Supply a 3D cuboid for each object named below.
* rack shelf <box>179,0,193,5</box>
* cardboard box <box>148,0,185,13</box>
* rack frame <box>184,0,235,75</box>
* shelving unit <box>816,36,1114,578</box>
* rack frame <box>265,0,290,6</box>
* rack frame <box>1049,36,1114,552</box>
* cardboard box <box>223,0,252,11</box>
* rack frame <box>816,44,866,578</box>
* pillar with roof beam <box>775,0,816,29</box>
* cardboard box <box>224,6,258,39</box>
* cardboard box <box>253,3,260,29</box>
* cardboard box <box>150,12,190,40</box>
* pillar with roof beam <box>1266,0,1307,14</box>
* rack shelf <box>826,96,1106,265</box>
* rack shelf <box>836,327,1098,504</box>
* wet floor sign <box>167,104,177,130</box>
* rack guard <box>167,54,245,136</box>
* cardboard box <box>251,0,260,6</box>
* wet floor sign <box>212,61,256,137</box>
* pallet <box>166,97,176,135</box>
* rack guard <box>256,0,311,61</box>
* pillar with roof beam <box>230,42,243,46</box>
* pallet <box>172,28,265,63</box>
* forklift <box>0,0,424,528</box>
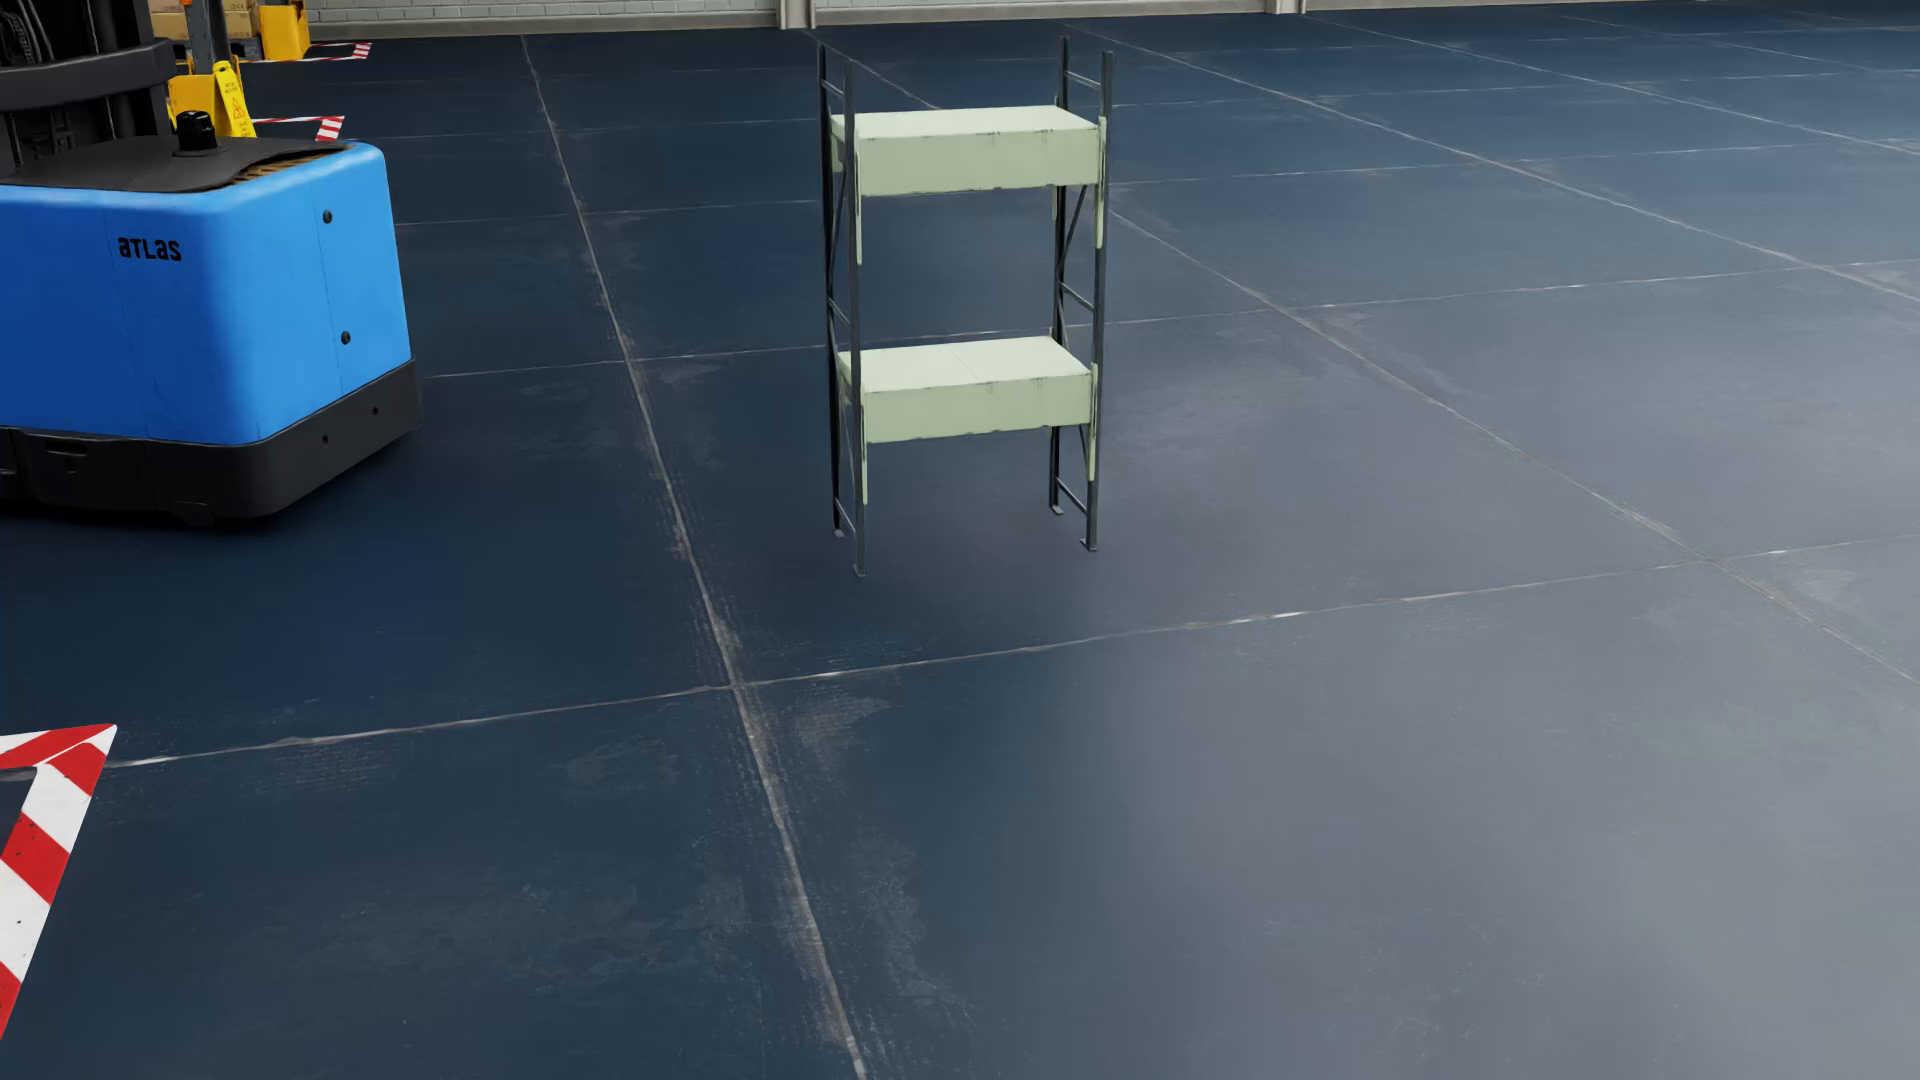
[{"bbox_3d":[-7.284,-3.794,11.201,4.000,0.370,1.077,-6,24,-14],"label":"rack shelf"},{"bbox_3d":[-7.573,-5.161,15.795,0.500,0.250,0.500,-7,24,-15],"label":"cardboard box"},{"bbox_3d":[-5.358,-4.338,11.556,0.127,3.000,1.000,-6,24,-14],"label":"rack frame"},{"bbox_3d":[0.006,-0.690,4.956,0.755,1.500,0.431,-6,24,-14],"label":"shelving unit"},{"bbox_3d":[-6.703,-6.222,15.947,0.127,3.000,1.000,-6,24,-14],"label":"rack frame"},{"bbox_3d":[0.359,-0.729,5.047,0.023,1.500,0.400,-6,24,-14],"label":"rack frame"},{"bbox_3d":[-7.087,-5.211,15.910,0.500,0.250,0.500,-7,24,-15],"label":"cardboard box"},{"bbox_3d":[-0.346,-0.651,4.865,0.023,1.500,0.400,-6,24,-14],"label":"rack frame"},{"bbox_3d":[-0.677,-8.252,13.069,0.400,9.000,9.100,-6,24,-14],"label":"pillar with roof beam"},{"bbox_3d":[-7.070,-4.981,16.010,0.500,0.250,0.500,-6,24,-14],"label":"cardboard box"},{"bbox_3d":[-7.228,-5.173,16.457,0.500,0.250,0.500,-6,24,-14],"label":"cardboard box"},{"bbox_3d":[-7.551,-4.932,15.895,0.500,0.250,0.500,-6,24,-14],"label":"cardboard box"},{"bbox_3d":[5.100,-8.891,14.558,0.400,9.000,9.100,-6,24,-14],"label":"pillar with roof beam"},{"bbox_3d":[0.006,-1.049,4.802,0.720,0.370,0.431,-6,24,-14],"label":"rack shelf"},{"bbox_3d":[0.006,-0.390,5.084,0.720,0.370,0.431,-6,24,-14],"label":"rack shelf"},{"bbox_3d":[-4.431,-2.142,9.424,0.232,0.644,0.267,-11,25,-23],"label":"wet floor sign"},{"bbox_3d":[-5.431,-3.181,12.030,0.348,0.500,1.175,-6,24,-14],"label":"rack guard"},{"bbox_3d":[-7.211,-5.410,16.374,0.500,0.250,0.500,-6,24,-13],"label":"cardboard box"},{"bbox_3d":[-4.886,-2.870,11.120,0.232,0.644,0.267,2,23,4],"label":"wet floor sign"},{"bbox_3d":[-6.223,-2.975,11.916,1.213,0.211,1.003,-6,24,-14],"label":"pallet"},{"bbox_3d":[-6.679,-5.076,16.445,0.348,0.500,1.175,-6,24,-14],"label":"rack guard"},{"bbox_3d":[-6.454,-7.613,11.579,0.400,9.000,9.100,-6,24,-14],"label":"pillar with roof beam"},{"bbox_3d":[-7.428,-4.843,16.270,1.213,0.211,1.003,-6,24,-14],"label":"pallet"},{"bbox_3d":[-3.532,-1.678,5.444,3.031,2.935,1.130,5,24,12],"label":"forklift"}]
